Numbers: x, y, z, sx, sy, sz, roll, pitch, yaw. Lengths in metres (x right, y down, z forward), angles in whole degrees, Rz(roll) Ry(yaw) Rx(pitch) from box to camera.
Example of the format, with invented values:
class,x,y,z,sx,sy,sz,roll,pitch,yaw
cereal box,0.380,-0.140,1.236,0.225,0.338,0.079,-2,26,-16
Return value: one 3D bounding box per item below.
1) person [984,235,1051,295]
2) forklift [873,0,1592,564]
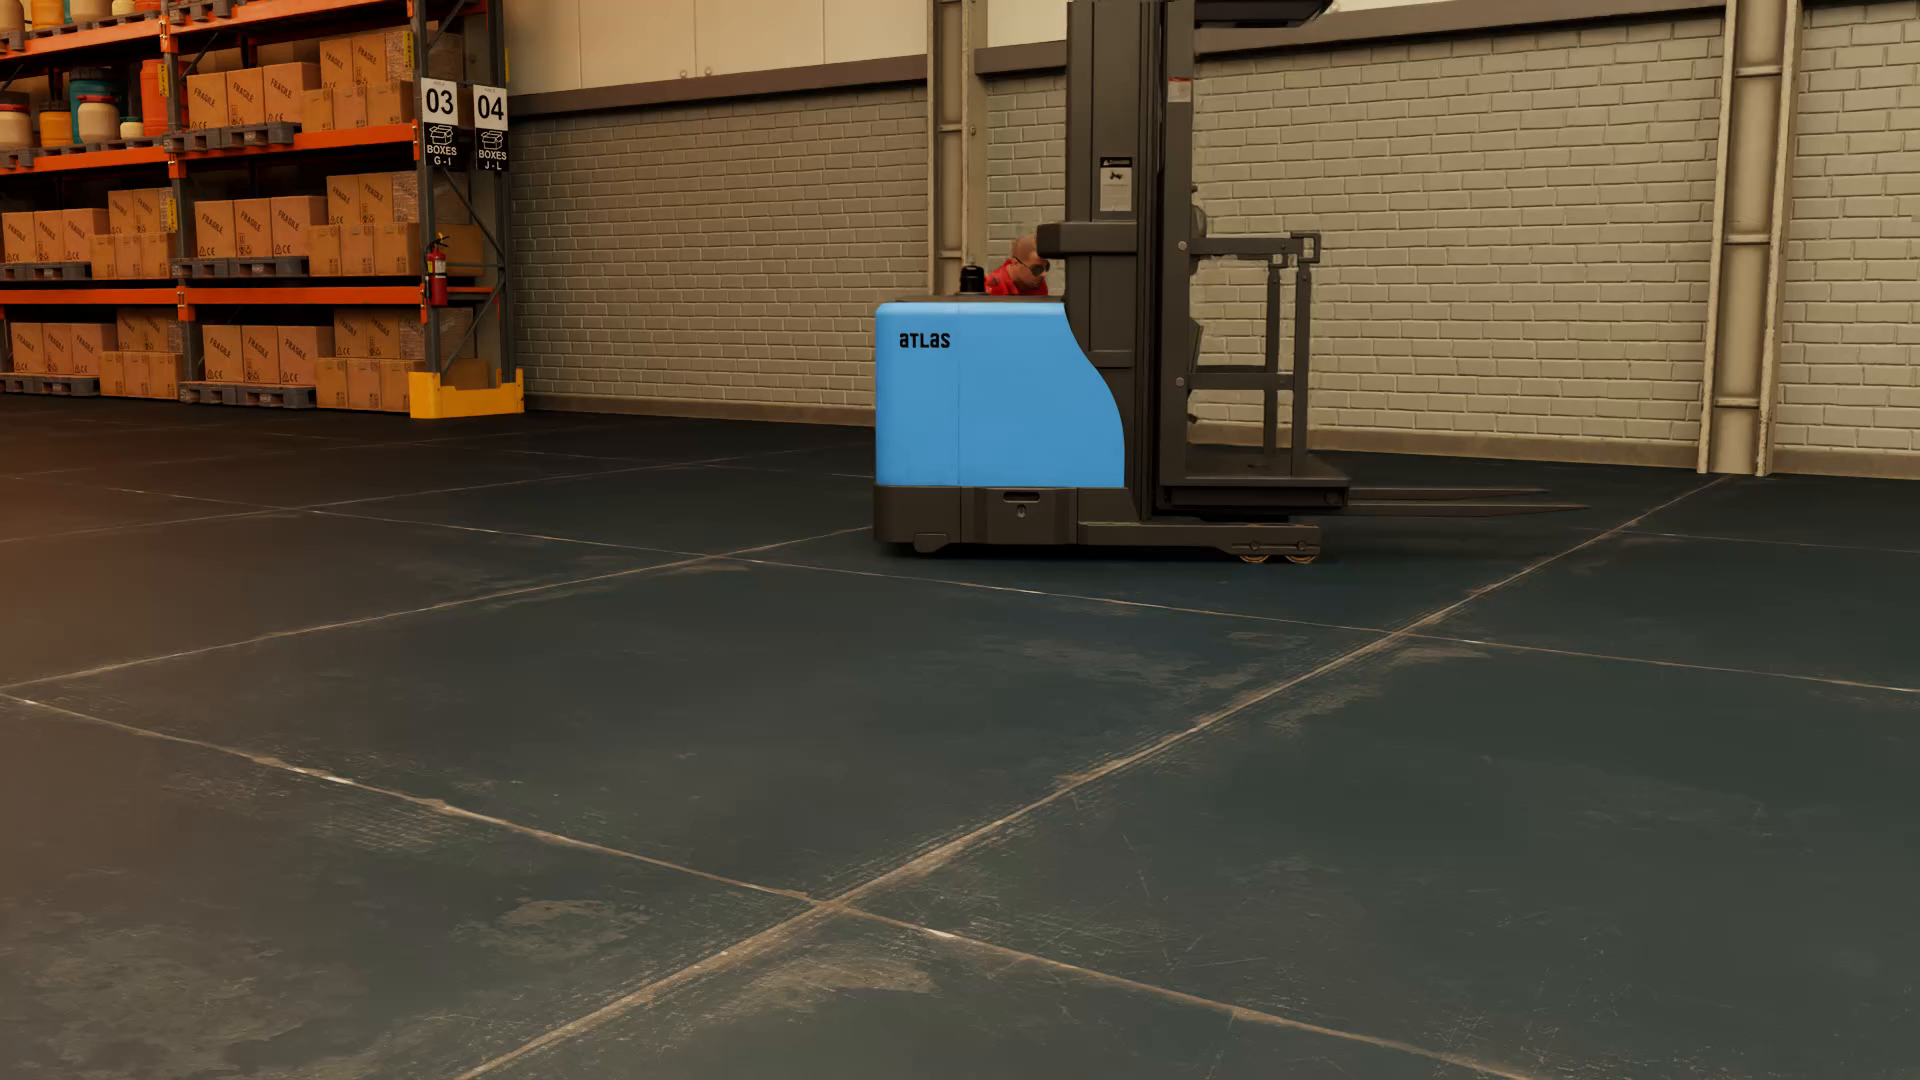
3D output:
class,x,y,z,sx,sy,sz,roll,pitch,yaw
person,0.443,-0.769,8.258,1.082,1.463,0.945,-8,11,-44
forklift,1.169,-1.429,7.244,3.031,2.935,1.130,1,8,4
